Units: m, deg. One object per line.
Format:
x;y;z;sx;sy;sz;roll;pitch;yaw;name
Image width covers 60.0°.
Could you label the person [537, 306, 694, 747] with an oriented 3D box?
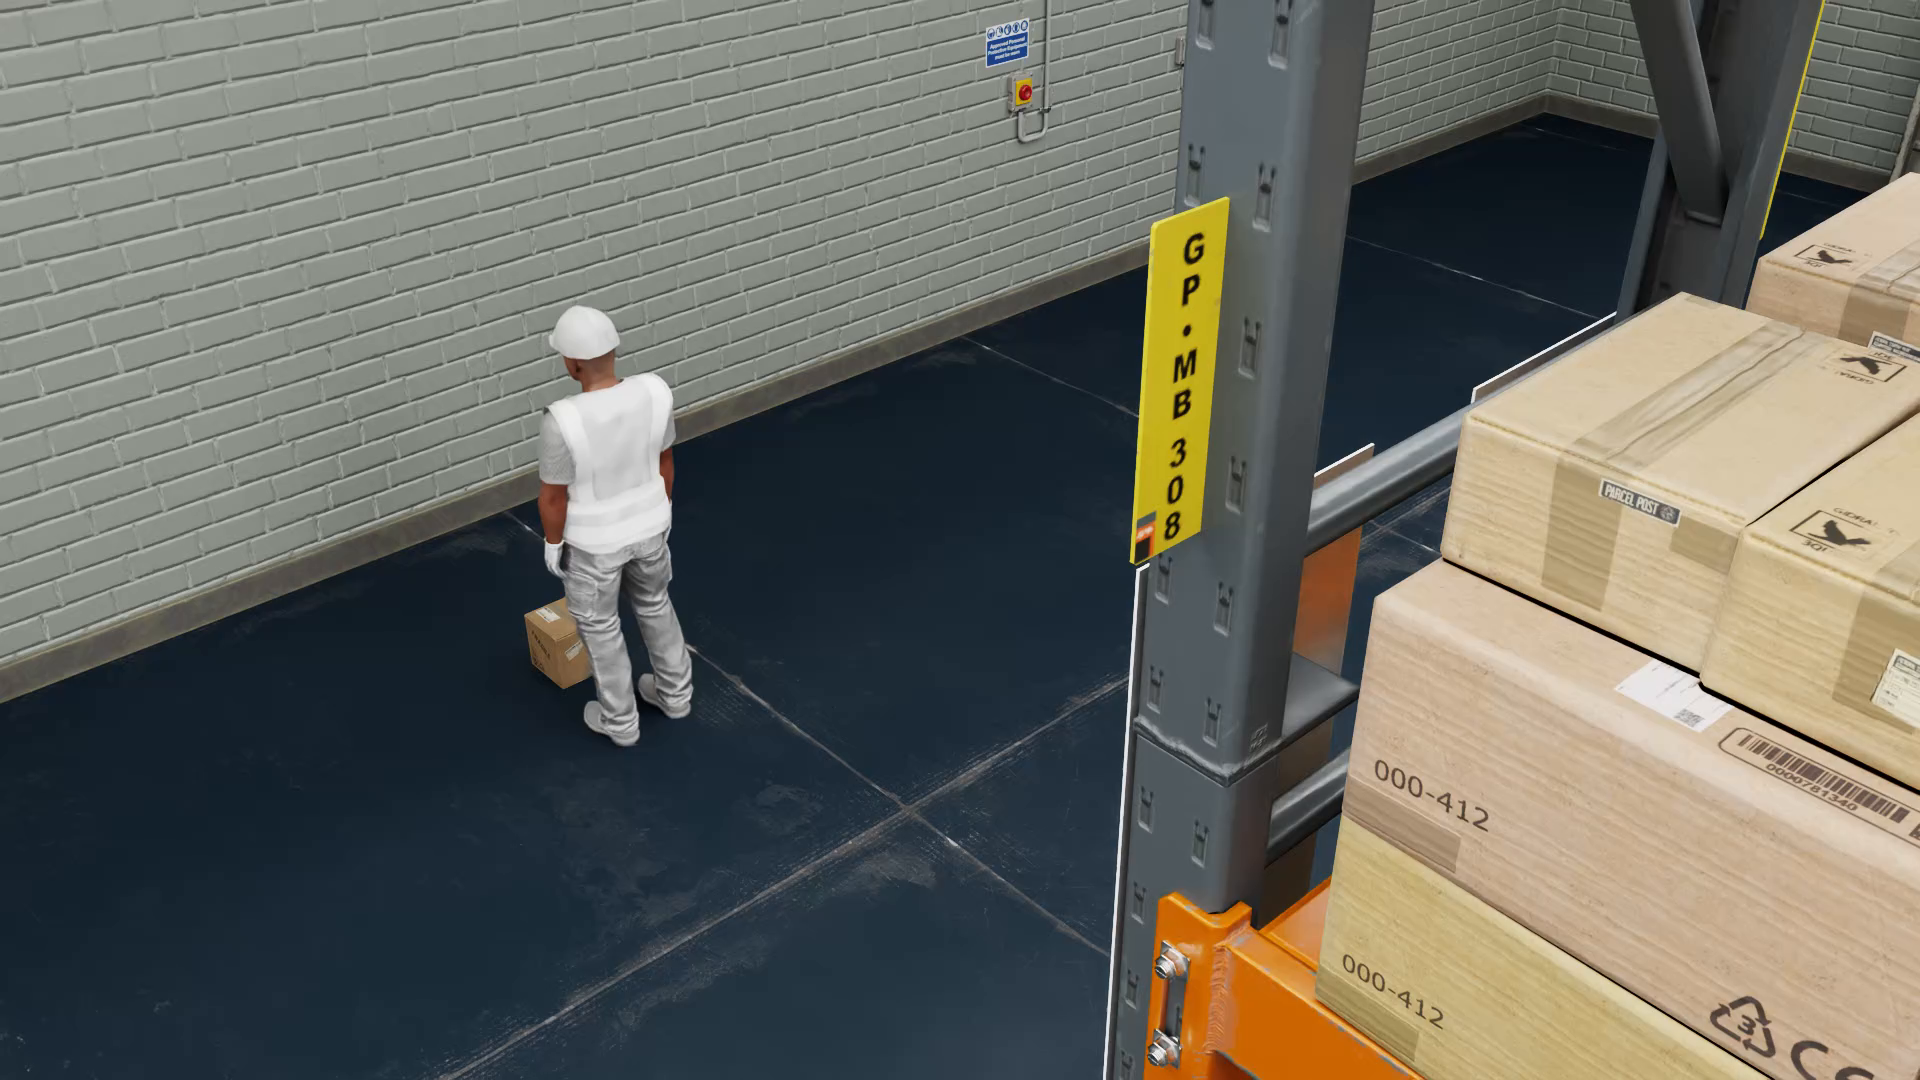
-1.297;-0.040;6.186;0.548;1.777;0.362;-25;39;-34;person
